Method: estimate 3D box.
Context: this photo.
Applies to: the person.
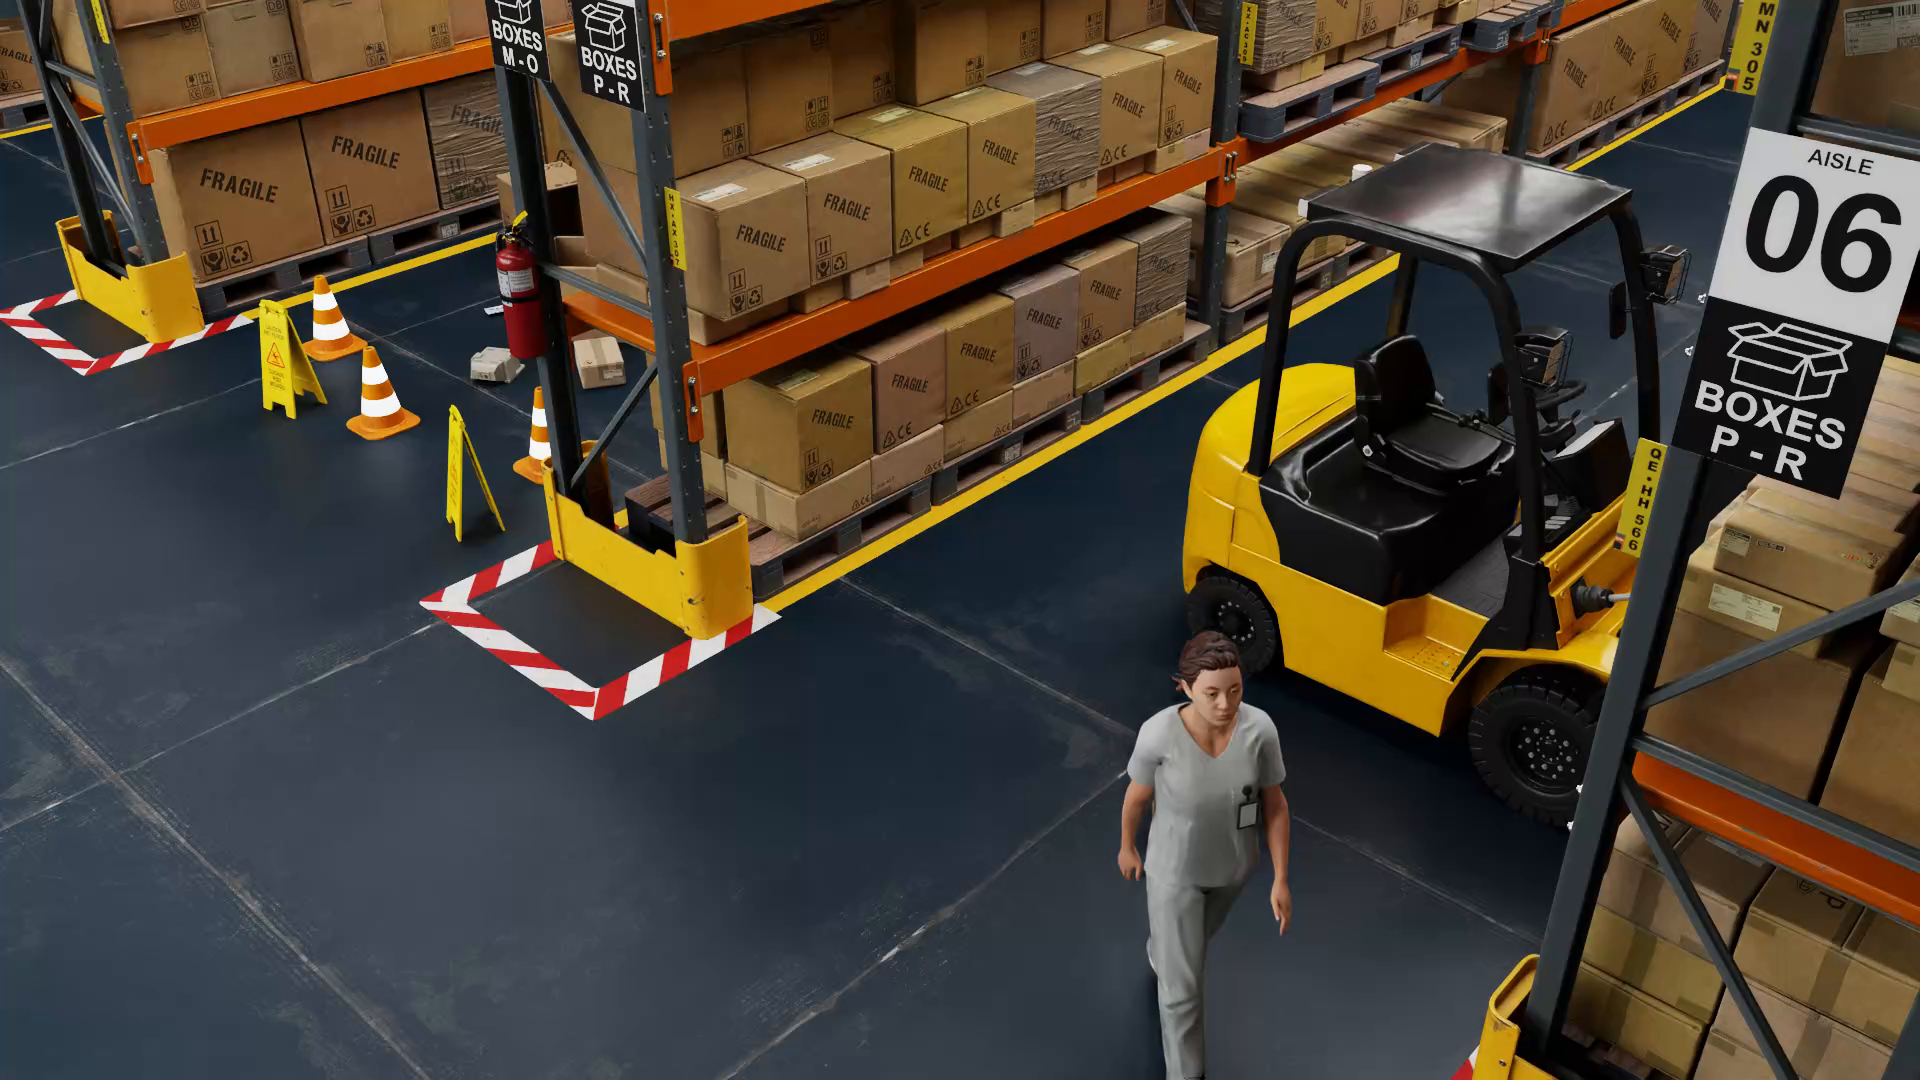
[{"bbox_3d":[0.741,0.963,5.028,0.453,1.558,0.846,-7,32,-12],"label":"person"}]
